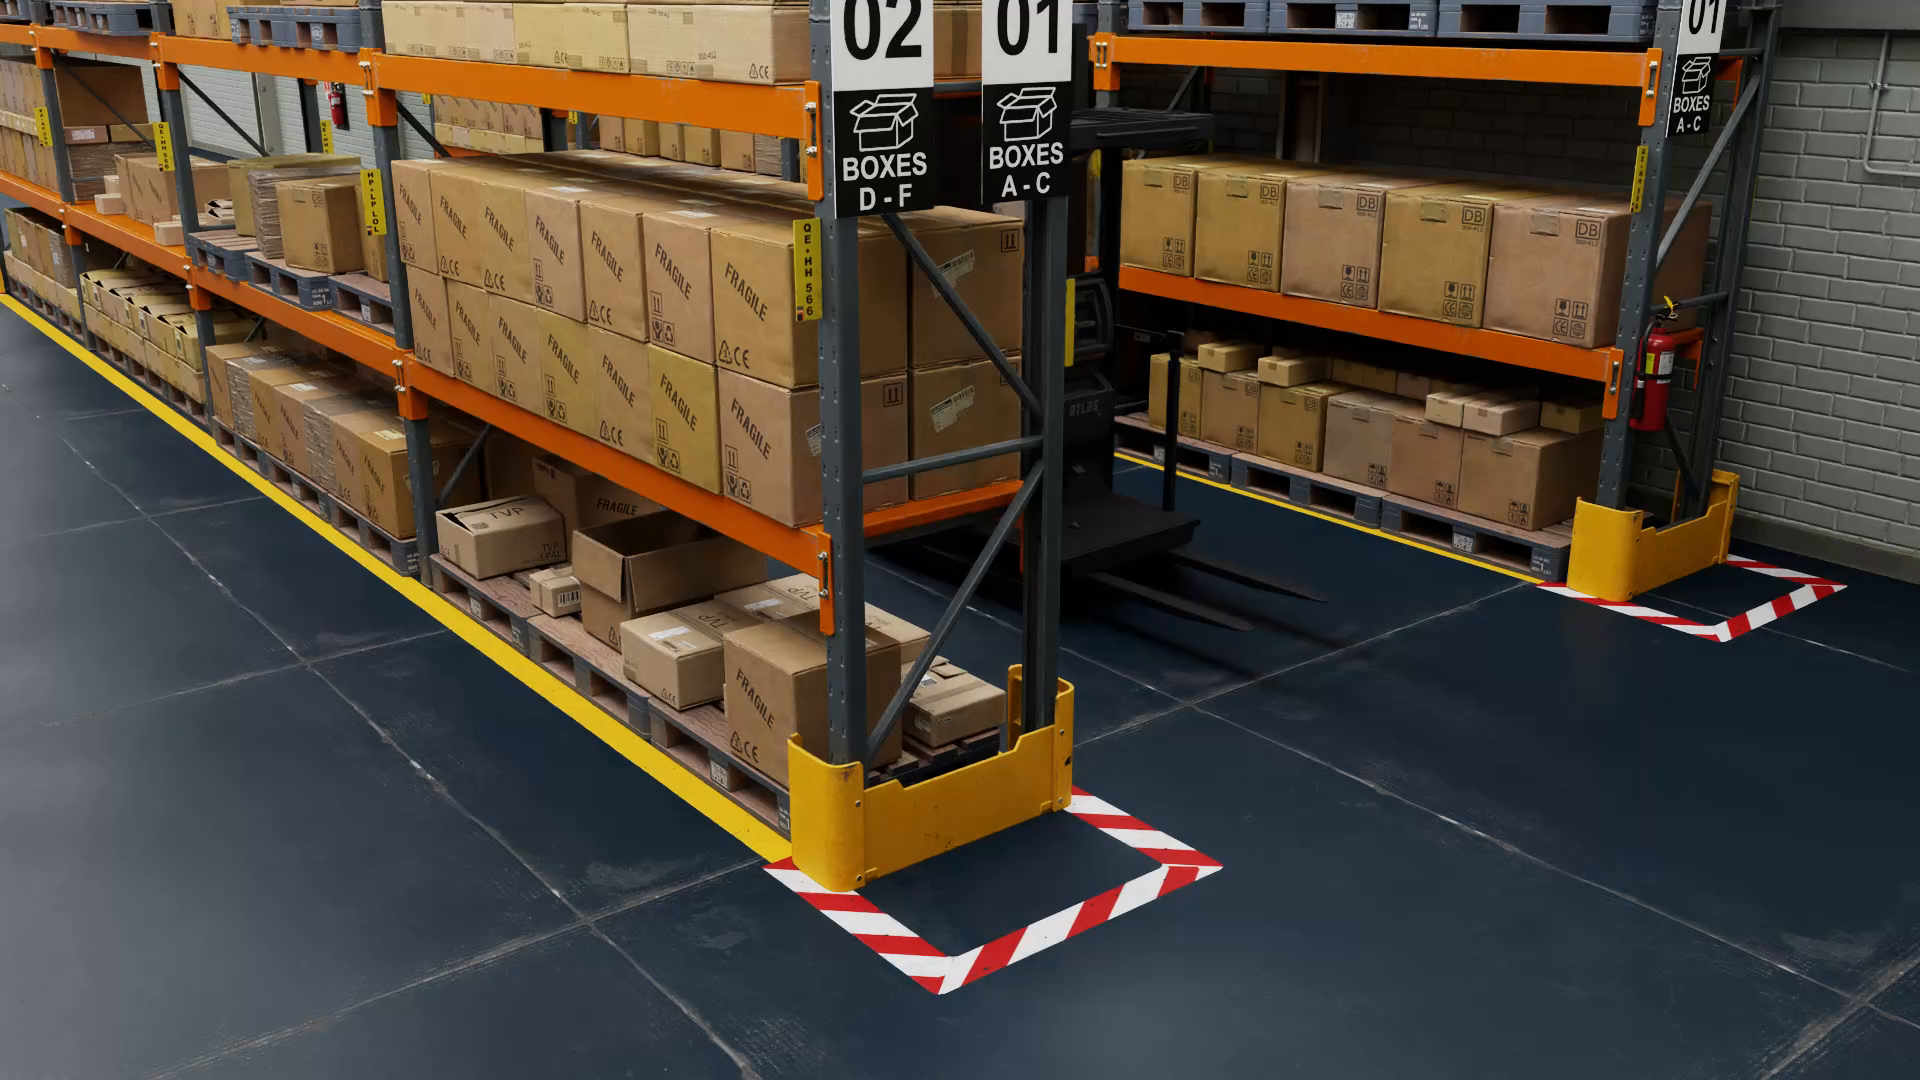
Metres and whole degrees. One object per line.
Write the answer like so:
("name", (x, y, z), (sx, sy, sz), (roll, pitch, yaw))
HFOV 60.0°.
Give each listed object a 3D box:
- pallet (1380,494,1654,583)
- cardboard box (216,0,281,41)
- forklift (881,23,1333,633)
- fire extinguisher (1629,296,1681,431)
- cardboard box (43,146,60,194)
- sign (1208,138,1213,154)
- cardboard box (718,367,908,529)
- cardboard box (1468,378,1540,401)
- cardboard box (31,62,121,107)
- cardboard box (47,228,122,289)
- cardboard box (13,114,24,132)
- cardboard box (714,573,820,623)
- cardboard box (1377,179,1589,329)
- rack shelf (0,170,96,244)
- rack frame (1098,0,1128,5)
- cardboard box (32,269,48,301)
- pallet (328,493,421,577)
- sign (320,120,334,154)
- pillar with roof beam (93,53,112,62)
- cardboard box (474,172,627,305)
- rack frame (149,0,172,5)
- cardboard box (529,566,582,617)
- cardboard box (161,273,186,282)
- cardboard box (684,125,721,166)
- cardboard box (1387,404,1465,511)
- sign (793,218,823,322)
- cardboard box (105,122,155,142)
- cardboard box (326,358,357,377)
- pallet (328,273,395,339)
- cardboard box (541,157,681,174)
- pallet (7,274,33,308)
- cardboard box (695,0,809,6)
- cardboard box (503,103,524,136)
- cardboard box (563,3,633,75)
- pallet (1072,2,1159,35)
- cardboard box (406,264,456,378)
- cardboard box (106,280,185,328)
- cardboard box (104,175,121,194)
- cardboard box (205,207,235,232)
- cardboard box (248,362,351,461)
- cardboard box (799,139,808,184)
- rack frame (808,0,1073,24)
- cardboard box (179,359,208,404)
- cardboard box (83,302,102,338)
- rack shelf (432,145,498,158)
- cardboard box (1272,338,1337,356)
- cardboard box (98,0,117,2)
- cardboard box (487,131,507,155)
("pallet", (3.279, -0.104, 9.840), (1.003, 0.211, 1.213), (-14, 23, -36))
("cardboard box", (-4.074, -3.366, 10.325), (0.910, 0.500, 0.500), (-14, 23, -36))
("forklift", (0.608, -1.174, 8.745), (1.130, 2.935, 3.031), (-15, 24, -39))
("fire extinguisher", (3.569, -0.905, 8.539), (0.296, 0.674, 0.183), (-14, 23, -36))
("cardboard box", (-8.108, -3.519, 15.560), (0.700, 0.500, 0.500), (-14, 23, -37))
("sign", (1.787, -2.789, 12.009), (0.100, 0.325, 0.005), (-14, 23, -36))
("cardboard box", (-0.535, -0.383, 6.087), (0.500, 0.500, 0.500), (-13, 22, -34))
("cardboard box", (3.243, -0.852, 9.941), (0.380, 0.149, 0.250), (-14, 23, -36))
("cardboard box", (-8.090, -4.131, 15.342), (0.700, 0.500, 0.500), (-14, 23, -36))
("cardboard box", (-8.255, -2.682, 15.704), (0.500, 0.500, 0.500), (-14, 23, -36))
("cardboard box", (-8.950, -4.058, 16.156), (0.380, 0.149, 0.250), (-14, 23, -36))
("cardboard box", (-0.780, 0.383, 7.609), (0.500, 0.250, 0.500), (-14, 23, -36))
("cardboard box", (3.052, -1.689, 9.714), (0.980, 0.700, 0.700), (-14, 23, -37))
("rack shelf", (-8.737, -3.386, 16.462), (1.077, 0.370, 4.000), (-14, 23, -36))
("rack frame", (1.353, -5.079, 10.887), (1.000, 3.000, 0.127), (-14, 23, -36))
("cardboard box", (-8.890, -2.569, 16.556), (0.500, 0.250, 0.500), (-14, 23, -36))
("pallet", (-3.062, -0.133, 9.928), (1.003, 0.211, 1.213), (-14, 23, -36))
("sign", (-4.592, -2.870, 12.041), (0.100, 0.325, 0.005), (-14, 23, -36))
("pillar with roof beam", (-23.261, -13.106, 35.128), (9.100, 9.000, 0.400), (-14, 23, -36))
("cardboard box", (-1.816, -1.361, 7.451), (0.500, 0.500, 0.500), (-15, 23, -38))
("rack frame", (-5.011, -5.097, 10.941), (1.000, 3.000, 0.127), (-14, 23, -36))
("cardboard box", (-1.892, 0.229, 8.206), (0.380, 0.166, 0.250), (-14, 23, -36))
("cardboard box", (-6.691, -2.224, 14.622), (0.500, 0.311, 0.500), (-13, 22, -35))
("cardboard box", (-2.221, -3.890, 15.979), (0.700, 0.500, 0.500), (-14, 23, -36))
("cardboard box", (3.013, -0.535, 10.014), (0.700, 0.500, 0.500), (-14, 23, -36))
("sign", (-0.492, -0.874, 5.386), (0.100, 0.325, 0.005), (-14, 23, -36))
("cardboard box", (-7.510, -3.694, 15.057), (0.380, 0.149, 0.250), (-14, 23, -36))
("cardboard box", (-3.925, -0.959, 11.264), (0.500, 0.500, 0.500), (-15, 24, -38))
("pallet", (-2.938, -1.391, 9.596), (1.003, 0.211, 1.213), (-14, 23, -36))
("cardboard box", (-1.690, -1.586, 8.131), (0.500, 0.500, 0.500), (-15, 23, -37))
("pallet", (-9.471, -2.717, 17.731), (1.003, 0.211, 1.213), (-14, 23, -36))
("cardboard box", (-0.563, -1.945, 5.636), (0.500, 0.250, 0.500), (-14, 23, -36))
("cardboard box", (-4.768, -4.801, 18.604), (0.500, 0.500, 0.500), (-15, 23, -38))
("cardboard box", (-1.192, -1.952, 6.452), (0.500, 0.250, 0.500), (-14, 23, -36))
("pallet", (0.745, -3.781, 12.041), (0.805, 0.209, 1.217), (-15, 24, -38))
("cardboard box", (-2.425, -1.132, 8.351), (0.500, 0.500, 0.500), (-13, 22, -35))
("cardboard box", (-6.804, -1.993, 13.924), (0.500, 0.311, 0.500), (-15, 23, -38))
("cardboard box", (-7.155, -3.051, 14.543), (0.500, 0.250, 0.500), (-12, 22, -33))
("cardboard box", (-5.203, -2.305, 12.194), (0.500, 0.311, 0.500), (-12, 22, -33))
("cardboard box", (-4.316, -0.851, 10.938), (0.500, 0.500, 0.500), (-14, 23, -37))
("cardboard box", (-1.029, -3.246, 14.228), (0.500, 0.500, 0.500), (-13, 22, -35))
("rack frame", (-0.044, -3.126, 4.987), (1.000, 3.000, 0.127), (-14, 23, -36))
("cardboard box", (-5.529, -1.225, 12.498), (0.500, 0.250, 0.500), (-13, 23, -35))
("cardboard box", (-7.439, -1.981, 14.780), (0.500, 0.250, 0.500), (-15, 23, -37))
("rack shelf", (-4.856, -4.354, 19.384), (1.077, 0.370, 4.000), (-14, 23, -36))
("cardboard box", (2.296, -1.228, 11.076), (0.380, 0.149, 0.250), (-15, 23, -38))
("cardboard box", (-6.356, -4.304, 12.887), (0.500, 0.250, 0.500), (-16, 24, -41))
("cardboard box", (-5.086, -4.568, 19.092), (0.500, 0.250, 0.500), (-14, 23, -36))
